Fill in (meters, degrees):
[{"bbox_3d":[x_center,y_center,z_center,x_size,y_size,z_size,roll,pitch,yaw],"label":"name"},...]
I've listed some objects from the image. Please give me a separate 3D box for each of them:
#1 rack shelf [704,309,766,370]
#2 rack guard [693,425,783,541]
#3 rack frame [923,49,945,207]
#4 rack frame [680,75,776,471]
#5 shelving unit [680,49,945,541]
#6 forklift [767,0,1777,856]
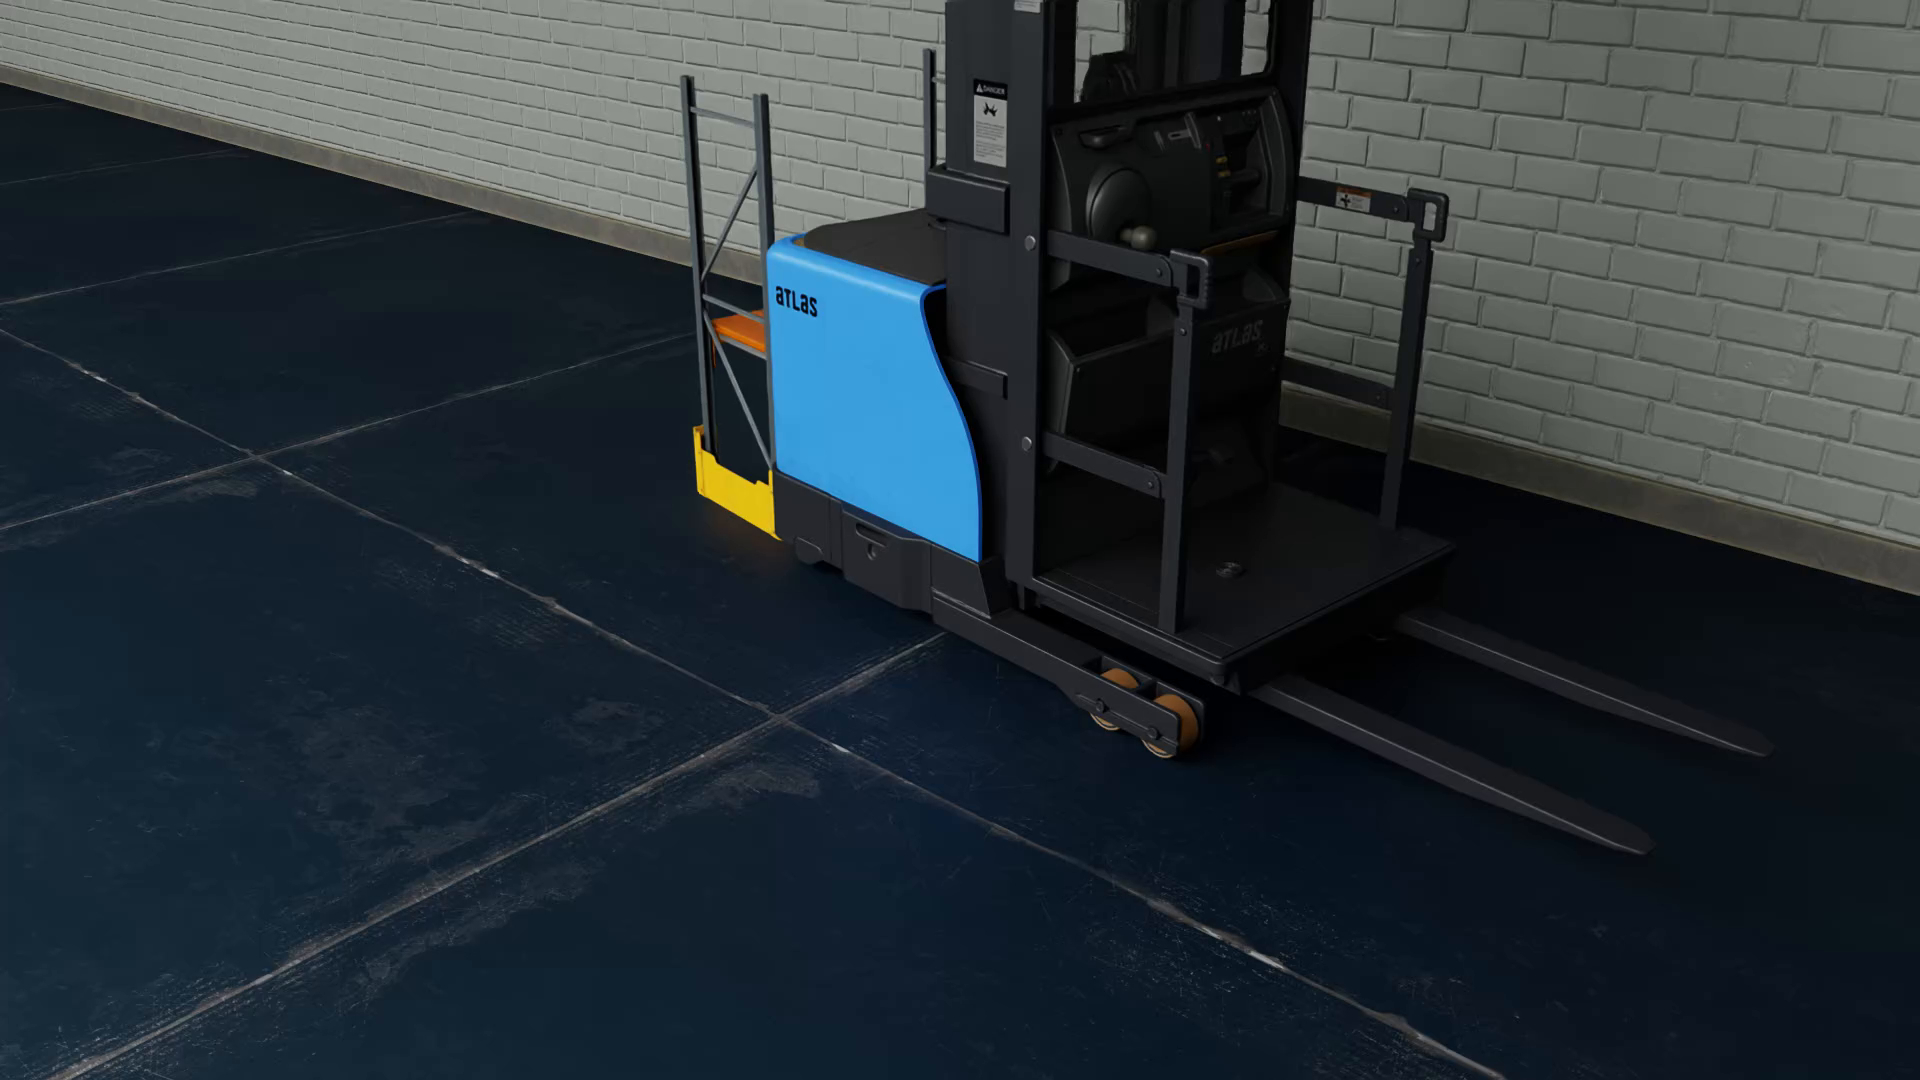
[{"bbox_3d":[-0.367,-0.746,6.021,1.000,0.185,0.538,-18,30,-35],"label":"rack shelf"},{"bbox_3d":[-0.763,-0.211,5.915,0.087,0.250,0.587,-18,30,-35],"label":"rack guard"},{"bbox_3d":[0.031,-1.040,6.236,0.032,1.500,0.500,-18,30,-35],"label":"rack frame"},{"bbox_3d":[-0.764,-0.781,5.658,0.032,1.500,0.500,-18,30,-35],"label":"rack frame"},{"bbox_3d":[-0.374,-0.908,5.942,1.083,1.500,0.587,-18,30,-35],"label":"shelving unit"},{"bbox_3d":[0.736,-0.991,4.378,1.130,2.935,3.031,-20,31,-38],"label":"forklift"}]
